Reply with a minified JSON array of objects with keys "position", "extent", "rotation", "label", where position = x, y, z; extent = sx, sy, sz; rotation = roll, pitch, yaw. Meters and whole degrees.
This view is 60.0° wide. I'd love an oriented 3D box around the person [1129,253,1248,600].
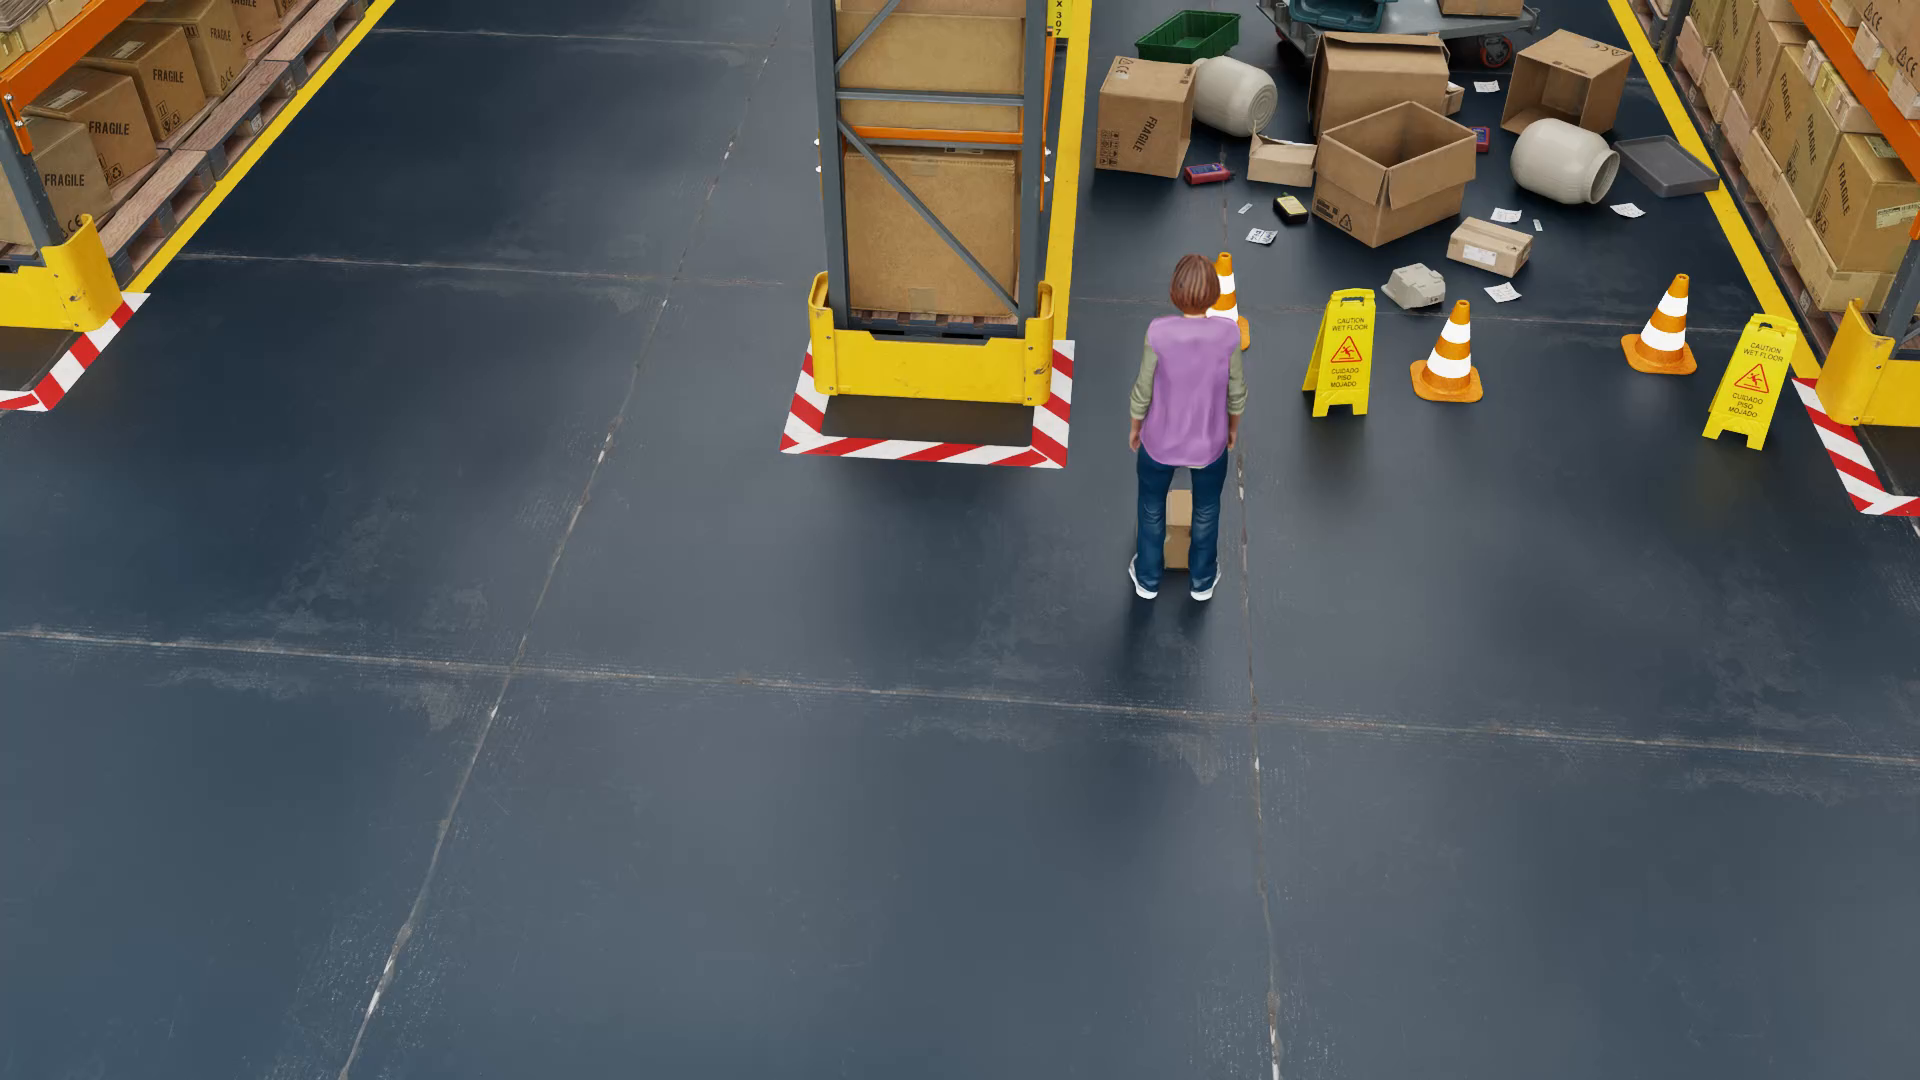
[{"position":[0.893,-0.402,6.634],"extent":[0.461,1.593,0.341],"rotation":[2,41,2],"label":"person"}]
